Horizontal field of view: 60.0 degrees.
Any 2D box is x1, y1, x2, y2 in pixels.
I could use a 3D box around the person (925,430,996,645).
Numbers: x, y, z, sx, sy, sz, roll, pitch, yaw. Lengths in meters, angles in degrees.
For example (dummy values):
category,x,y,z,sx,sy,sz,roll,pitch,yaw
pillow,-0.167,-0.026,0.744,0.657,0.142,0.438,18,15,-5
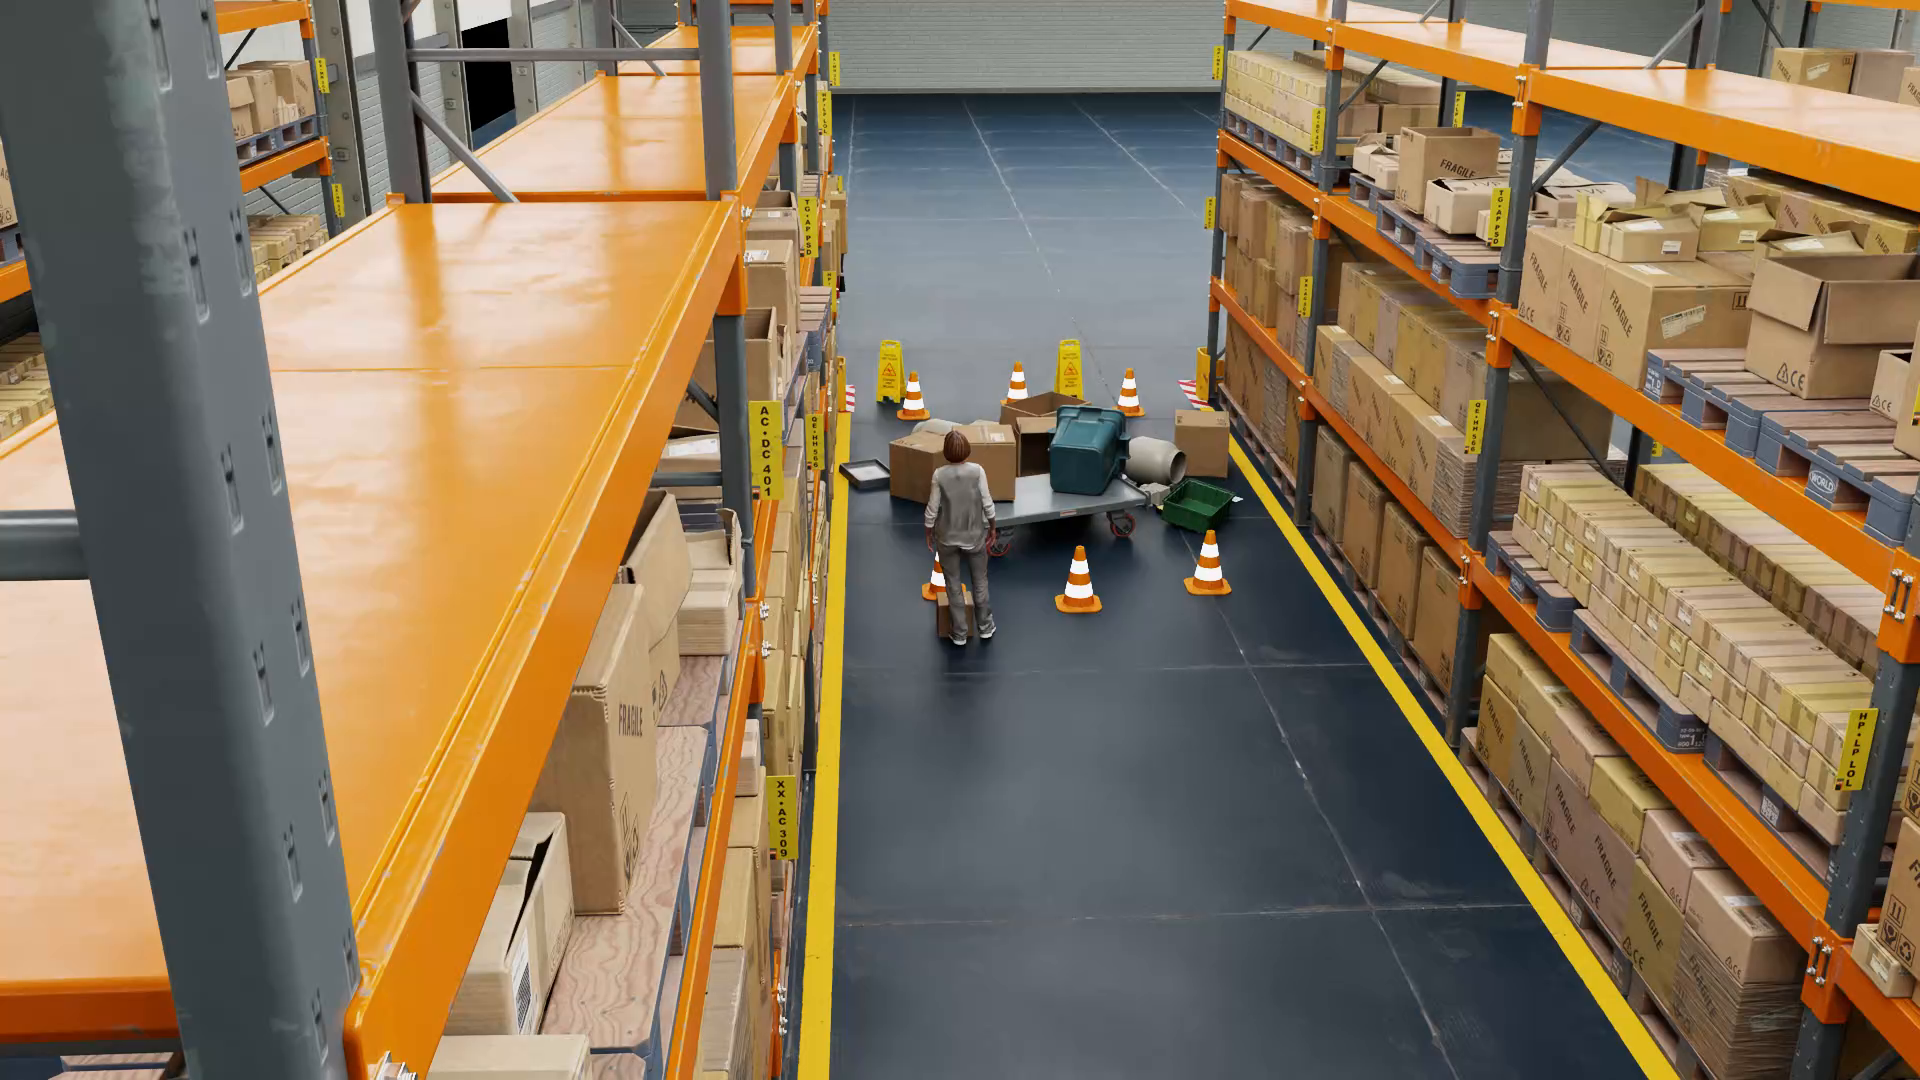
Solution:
category,x,y,z,sx,sy,sz,roll,pitch,yaw
person,0.009,-0.034,11.655,0.520,1.597,0.475,-1,21,-3
